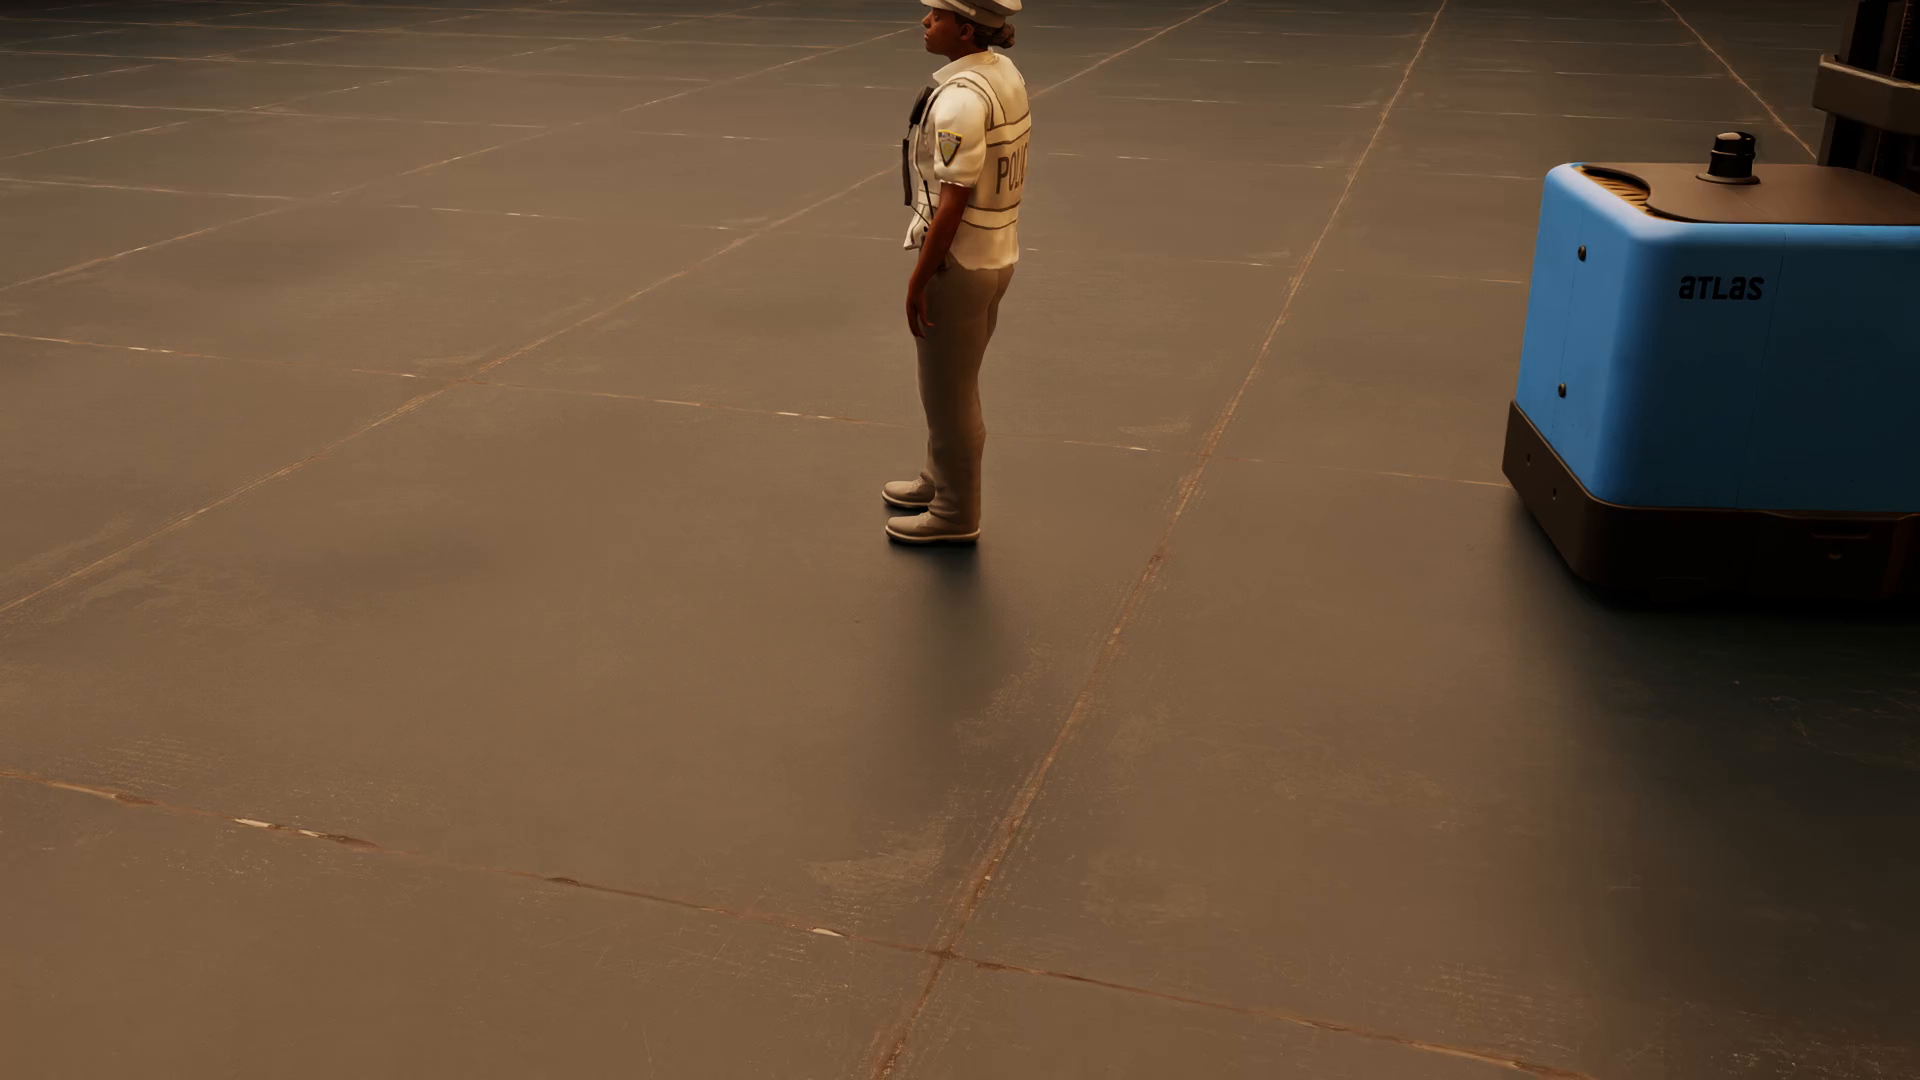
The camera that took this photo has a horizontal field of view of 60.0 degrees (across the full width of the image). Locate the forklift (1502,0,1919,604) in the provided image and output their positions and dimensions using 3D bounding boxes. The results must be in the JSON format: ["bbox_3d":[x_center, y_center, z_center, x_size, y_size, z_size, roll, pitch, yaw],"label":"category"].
[{"bbox_3d":[3.275,-1.320,4.477,3.031,2.935,1.130,1,22,3],"label":"forklift"}]

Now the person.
[{"bbox_3d":[-0.066,-0.806,4.832,0.528,1.697,0.570,7,23,16],"label":"person"}]
